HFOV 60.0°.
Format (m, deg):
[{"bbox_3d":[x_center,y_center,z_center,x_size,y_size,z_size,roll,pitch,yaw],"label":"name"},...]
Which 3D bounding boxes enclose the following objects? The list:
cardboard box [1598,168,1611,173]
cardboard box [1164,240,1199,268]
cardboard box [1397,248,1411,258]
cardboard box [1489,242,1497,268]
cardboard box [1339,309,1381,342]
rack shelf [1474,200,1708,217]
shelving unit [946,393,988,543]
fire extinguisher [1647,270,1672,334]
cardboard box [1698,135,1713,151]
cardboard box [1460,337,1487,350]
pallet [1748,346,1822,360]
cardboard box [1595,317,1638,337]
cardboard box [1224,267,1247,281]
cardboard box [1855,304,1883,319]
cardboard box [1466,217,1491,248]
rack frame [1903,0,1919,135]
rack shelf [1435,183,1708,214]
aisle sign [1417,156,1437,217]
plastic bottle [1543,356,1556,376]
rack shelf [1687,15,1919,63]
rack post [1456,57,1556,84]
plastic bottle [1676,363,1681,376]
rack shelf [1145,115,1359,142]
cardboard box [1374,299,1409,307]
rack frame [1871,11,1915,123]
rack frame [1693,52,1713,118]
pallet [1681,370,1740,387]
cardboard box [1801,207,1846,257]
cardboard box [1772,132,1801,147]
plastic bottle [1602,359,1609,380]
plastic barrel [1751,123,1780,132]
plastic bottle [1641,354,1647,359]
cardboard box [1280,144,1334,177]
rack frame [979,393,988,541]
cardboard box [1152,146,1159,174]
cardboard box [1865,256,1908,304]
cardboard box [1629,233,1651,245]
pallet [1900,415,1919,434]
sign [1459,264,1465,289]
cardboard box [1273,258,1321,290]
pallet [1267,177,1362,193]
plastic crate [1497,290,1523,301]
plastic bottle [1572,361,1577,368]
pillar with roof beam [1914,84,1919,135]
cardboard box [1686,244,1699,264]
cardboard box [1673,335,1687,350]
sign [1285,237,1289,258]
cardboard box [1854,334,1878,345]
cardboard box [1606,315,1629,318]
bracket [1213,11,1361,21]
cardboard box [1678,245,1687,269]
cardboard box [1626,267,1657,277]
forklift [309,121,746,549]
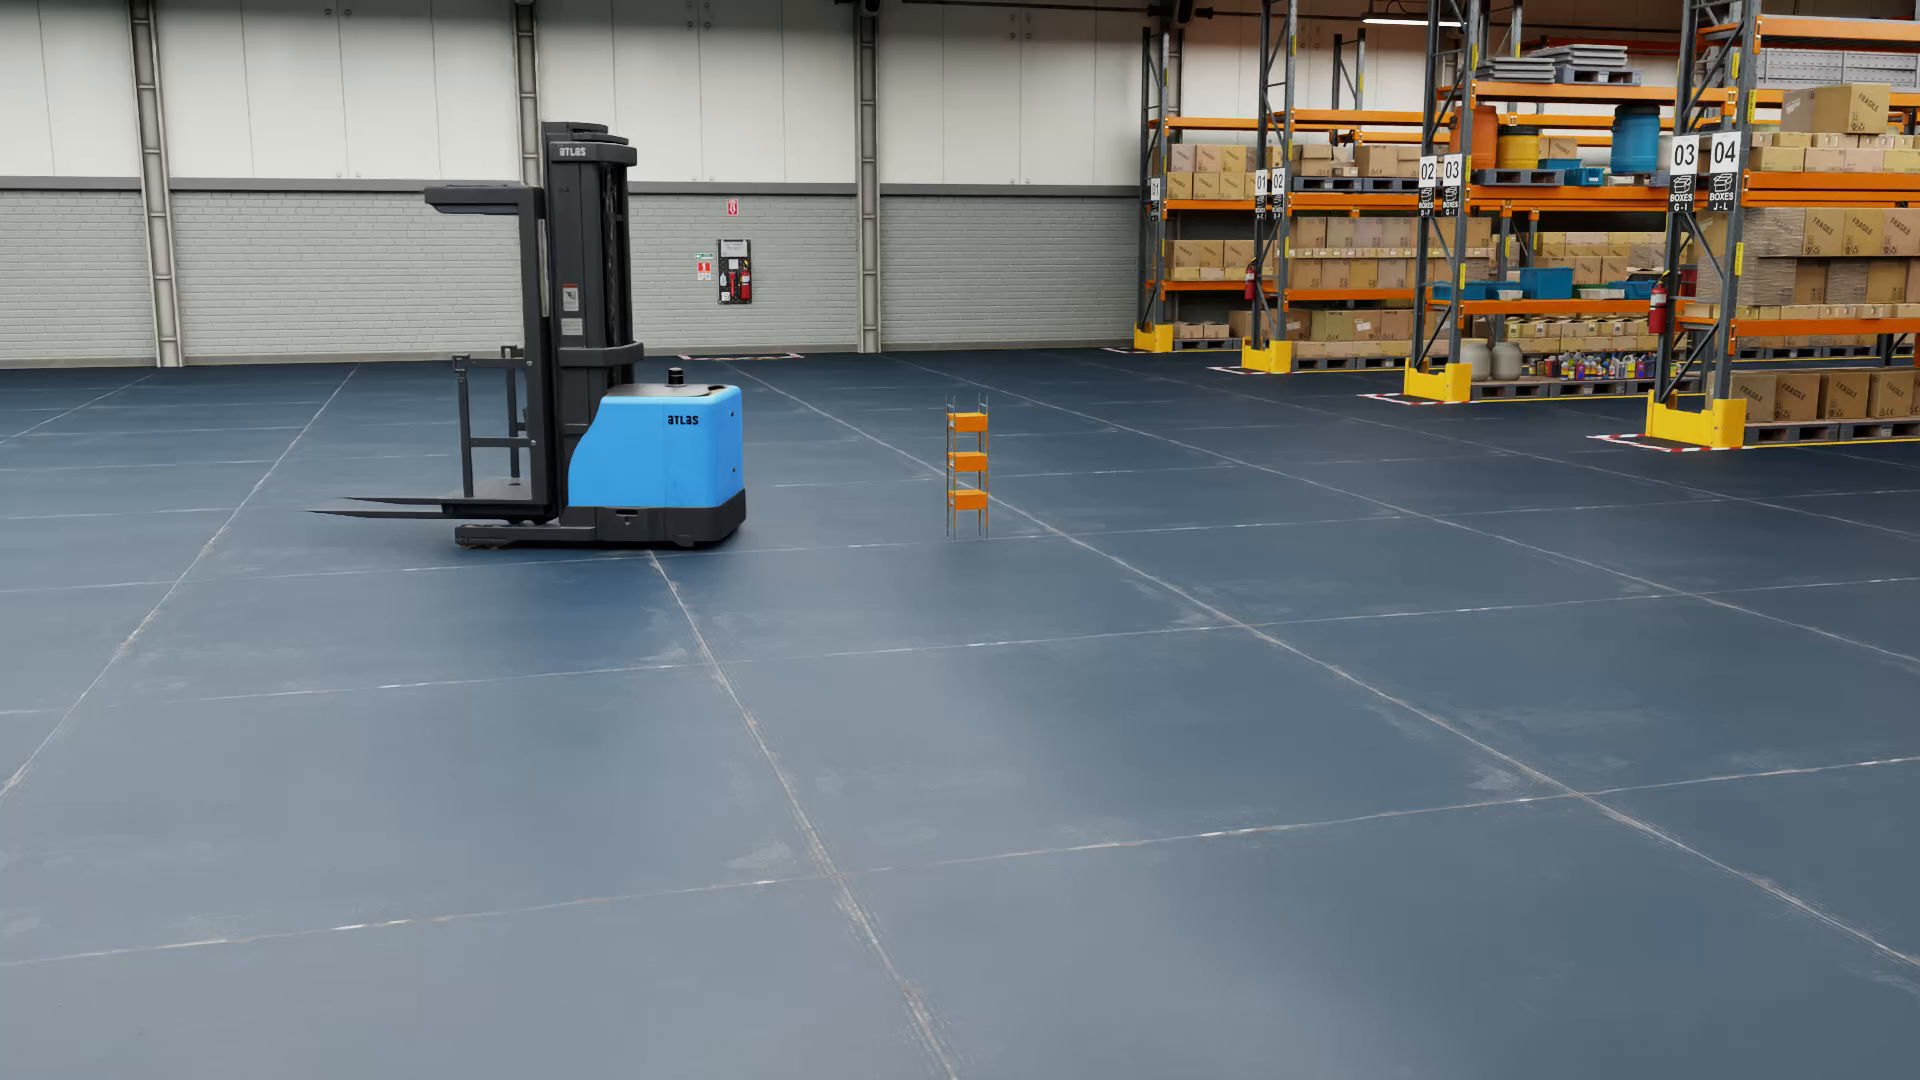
[{"bbox_3d":[10.707,-6.153,28.152,0.500,0.250,0.500,-4,11,-21],"label":"cardboard box"},{"bbox_3d":[4.168,-5.394,31.349,0.500,0.500,0.500,-3,11,-16],"label":"cardboard box"},{"bbox_3d":[7.179,-4.698,27.212,0.250,0.149,0.380,-3,11,-14],"label":"cardboard box"},{"bbox_3d":[10.329,-5.729,33.390,0.500,0.500,0.700,-4,11,-21],"label":"cardboard box"},{"bbox_3d":[6.547,-3.521,27.250,0.500,0.500,0.500,-3,11,-16],"label":"cardboard box"},{"bbox_3d":[10.774,-5.681,28.324,4.000,0.370,1.077,-3,11,-16],"label":"rack shelf"},{"bbox_3d":[0.051,-0.519,11.966,0.252,1.050,0.215,-3,11,-16],"label":"shelving unit"},{"bbox_3d":[7.540,-2.570,17.936,0.183,0.674,0.296,-3,11,-16],"label":"fire extinguisher"},{"bbox_3d":[7.958,-4.200,17.602,0.250,0.149,0.380,-3,11,-16],"label":"cardboard box"},{"bbox_3d":[8.470,-3.251,27.858,0.500,0.250,0.500,-3,11,-16],"label":"cardboard box"},{"bbox_3d":[14.591,-3.382,29.834,1.213,0.211,1.003,-3,11,-16],"label":"pallet"},{"bbox_3d":[11.278,-3.669,28.578,0.500,0.311,0.500,-3,11,-16],"label":"cardboard box"},{"bbox_3d":[5.168,-5.076,31.694,0.500,0.250,0.500,-3,11,-17],"label":"cardboard box"},{"bbox_3d":[9.586,-2.442,17.722,0.250,0.149,0.380,-3,11,-16],"label":"cardboard box"},{"bbox_3d":[8.430,-5.122,27.726,0.500,0.500,0.700,-3,11,-16],"label":"cardboard box"},{"bbox_3d":[14.076,-6.750,23.858,0.127,3.000,1.000,-3,11,-16],"label":"rack frame"},{"bbox_3d":[8.315,-4.618,22.546,4.000,0.370,1.077,-3,11,-16],"label":"rack shelf"},{"bbox_3d":[6.242,-4.721,22.228,0.004,0.787,0.394,-3,11,-16],"label":"aisle sign"},{"bbox_3d":[8.285,-2.449,23.371,0.135,0.276,0.152,-3,11,-16],"label":"plastic bottle"},{"bbox_3d":[9.699,-5.230,17.598,4.000,0.370,1.077,-3,11,-16],"label":"rack shelf"},{"bbox_3d":[7.156,-6.116,21.792,0.954,0.300,0.937,-2,11,-10],"label":"rack post"},{"bbox_3d":[9.974,-2.365,23.122,0.097,0.201,0.097,0,10,0],"label":"plastic bottle"},{"bbox_3d":[5.546,-7.813,31.630,4.000,0.370,1.077,-3,11,-16],"label":"rack shelf"},{"bbox_3d":[8.590,-4.738,33.118,0.500,0.250,0.500,-3,11,-17],"label":"cardboard box"},{"bbox_3d":[16.535,-7.814,29.636,0.127,3.000,1.000,-3,11,-16],"label":"rack frame"},{"bbox_3d":[15.147,-8.675,34.313,0.127,3.000,1.000,-3,11,-16],"label":"rack frame"},{"bbox_3d":[10.978,-2.272,23.807,1.213,0.211,1.003,-3,11,-16],"label":"pallet"},{"bbox_3d":[8.865,-3.226,17.424,0.500,0.500,0.500,-3,11,-16],"label":"cardboard box"},{"bbox_3d":[8.384,-4.101,17.069,0.250,0.149,0.380,-3,11,-15],"label":"cardboard box"},{"bbox_3d":[8.842,-2.340,22.791,0.097,0.271,0.097,0,10,0],"label":"plastic bottle"},{"bbox_3d":[11.291,-5.416,23.510,0.600,0.901,0.600,0,10,0],"label":"plastic barrel"},{"bbox_3d":[9.807,-2.532,23.836,0.097,0.271,0.097,0,10,0],"label":"plastic bottle"},{"bbox_3d":[5.566,-6.086,26.703,0.637,0.503,0.797,-2,11,-12],"label":"cardboard box"},{"bbox_3d":[0.169,-0.525,12.000,0.008,1.050,0.200,-3,11,-16],"label":"rack frame"},{"bbox_3d":[3.966,-7.210,31.550,0.500,0.500,0.500,-3,11,-13],"label":"cardboard box"},{"bbox_3d":[9.737,-2.840,18.089,0.500,0.500,0.875,-3,11,-16],"label":"cardboard box"},{"bbox_3d":[13.787,-6.180,34.109,0.500,0.250,0.500,-3,11,-15],"label":"cardboard box"},{"bbox_3d":[10.984,-1.325,18.660,1.213,0.211,1.003,-3,11,-16],"label":"pallet"},{"bbox_3d":[6.544,-3.435,21.657,0.005,0.325,0.100,-3,11,-16],"label":"sign"},{"bbox_3d":[5.465,-4.327,26.988,0.500,0.500,0.700,-3,11,-16],"label":"cardboard box"},{"bbox_3d":[5.700,-5.719,26.787,1.213,0.211,1.003,-3,11,-16],"label":"pallet"},{"bbox_3d":[7.344,-3.255,22.169,0.250,0.136,0.298,-3,11,-16],"label":"plastic crate"},{"bbox_3d":[8.652,-2.409,23.364,0.097,0.201,0.097,0,10,0],"label":"plastic bottle"},{"bbox_3d":[22.542,-8.416,32.906,0.400,9.000,9.100,-3,11,-16],"label":"pillar with roof beam"},{"bbox_3d":[13.268,-4.968,29.312,0.500,0.500,0.700,-7,13,-35],"label":"cardboard box"},{"bbox_3d":[12.258,-3.446,28.916,0.500,0.250,0.500,-3,11,-15],"label":"cardboard box"},{"bbox_3d":[5.163,-4.624,26.270,0.005,0.325,0.100,-3,11,-16],"label":"sign"},{"bbox_3d":[16.142,-3.776,29.960,0.500,0.500,0.500,-3,11,-16],"label":"cardboard box"},{"bbox_3d":[11.608,-3.788,29.221,0.500,0.311,0.500,-3,11,-17],"label":"cardboard box"},{"bbox_3d":[7.027,-10.113,32.185,4.783,0.066,0.076,-3,11,-16],"label":"bracket"},{"bbox_3d":[14.774,-5.862,34.453,0.500,0.500,0.500,-3,11,-17],"label":"cardboard box"},{"bbox_3d":[11.782,-4.606,29.025,0.500,0.311,0.500,-3,11,-17],"label":"cardboard box"},{"bbox_3d":[-3.151,-1.472,11.949,3.031,2.935,1.130,1,10,4],"label":"forklift"}]
